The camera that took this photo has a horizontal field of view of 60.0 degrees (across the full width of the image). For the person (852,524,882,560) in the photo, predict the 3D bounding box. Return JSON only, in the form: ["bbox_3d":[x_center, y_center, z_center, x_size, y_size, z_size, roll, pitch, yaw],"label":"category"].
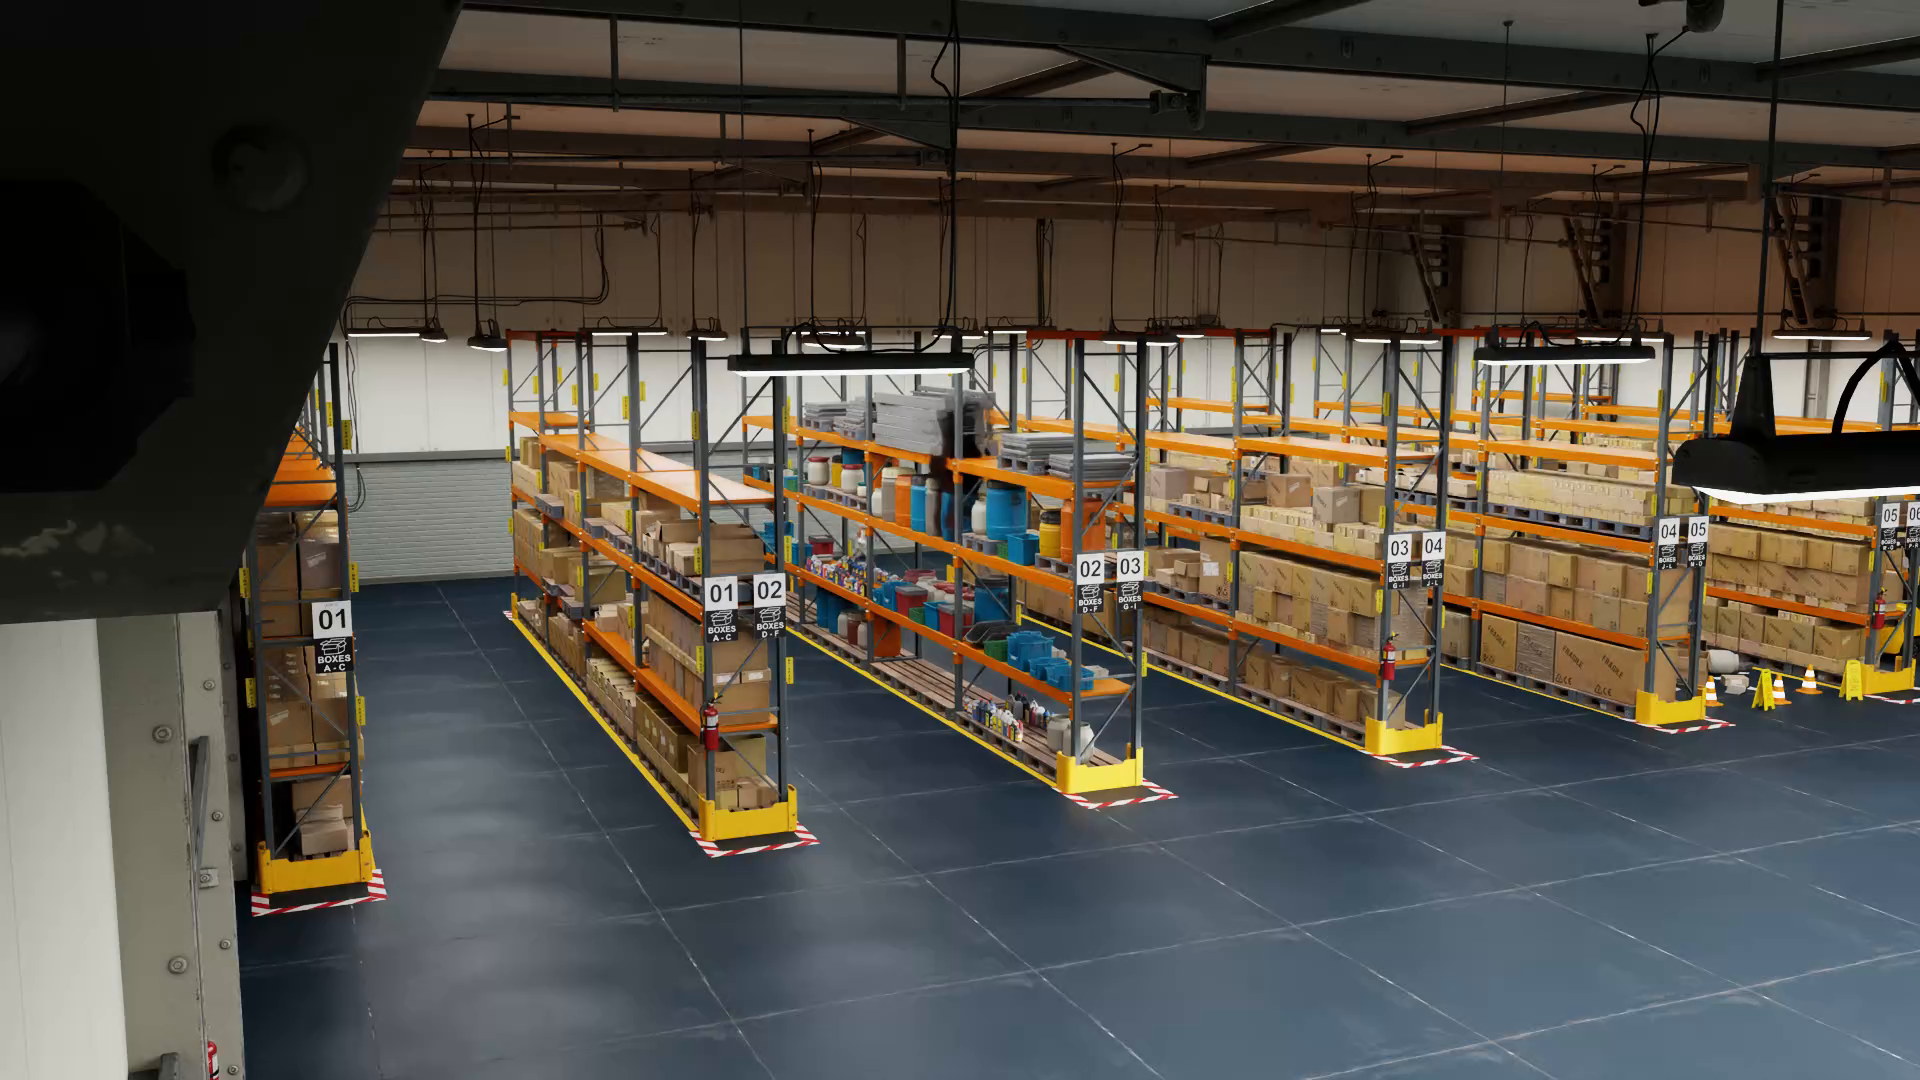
[{"bbox_3d":[-2.376,0.128,39.883,1.121,1.598,0.682,0,8,3],"label":"person"}]
